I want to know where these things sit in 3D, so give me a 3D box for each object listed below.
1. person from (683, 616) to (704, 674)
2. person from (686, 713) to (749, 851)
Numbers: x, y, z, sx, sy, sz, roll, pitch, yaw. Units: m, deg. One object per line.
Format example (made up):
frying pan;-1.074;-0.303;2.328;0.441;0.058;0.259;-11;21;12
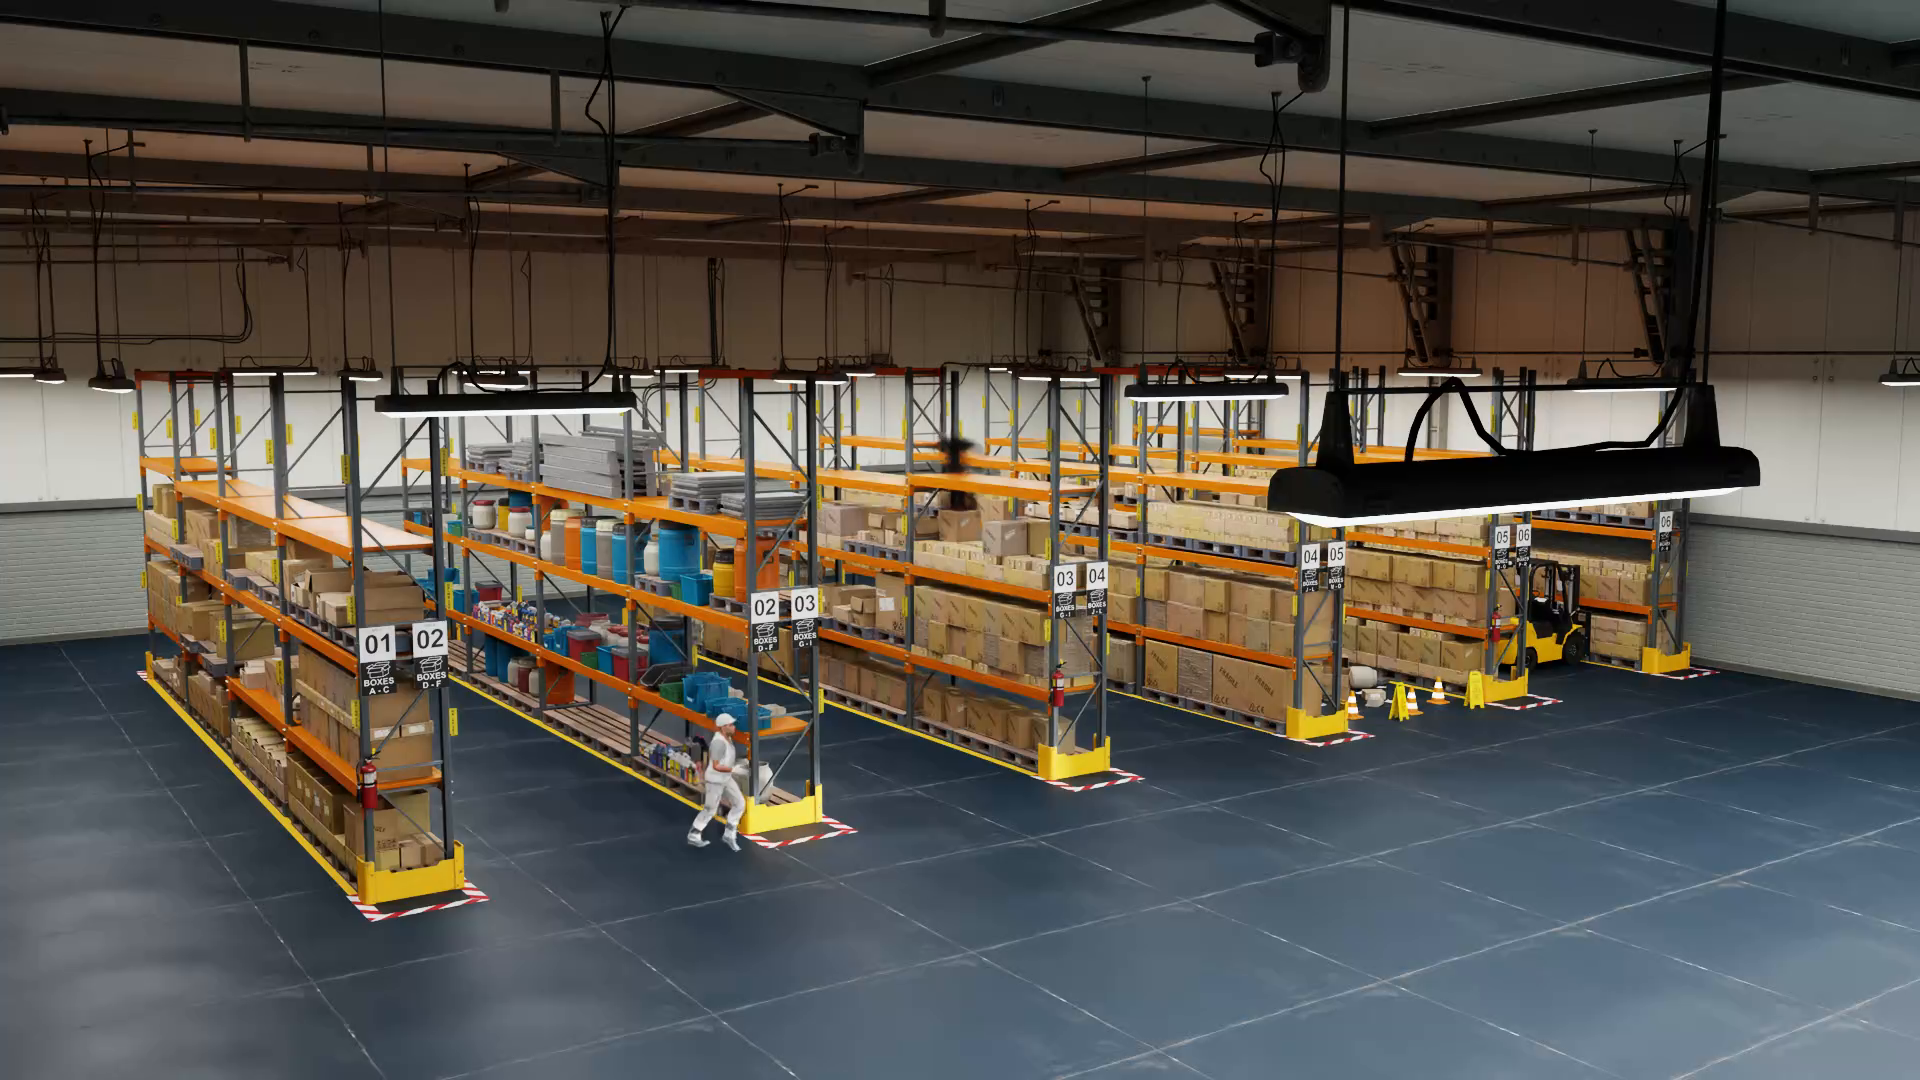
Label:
person;-5.285;1.892;32.530;0.792;1.552;0.646;5;8;37
person;-3.047;3.089;21.094;0.864;1.819;0.584;1;7;12
